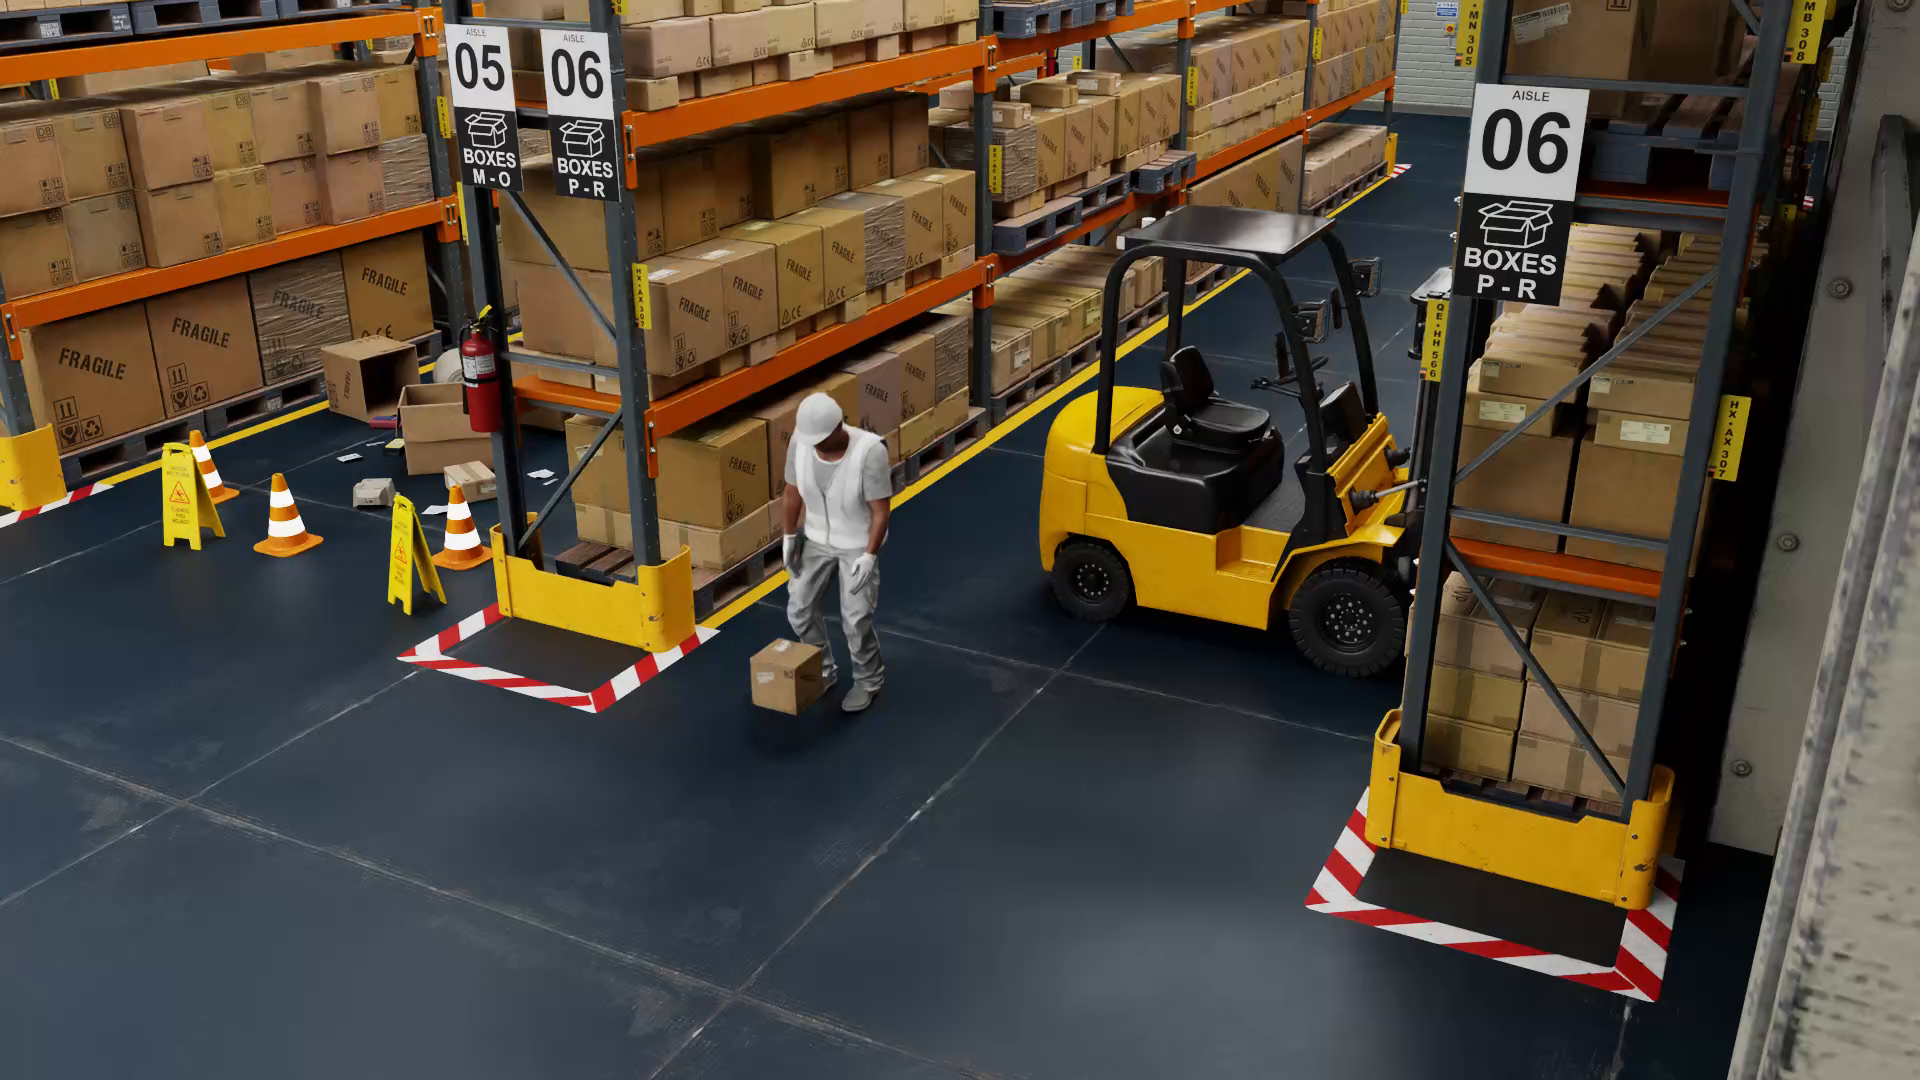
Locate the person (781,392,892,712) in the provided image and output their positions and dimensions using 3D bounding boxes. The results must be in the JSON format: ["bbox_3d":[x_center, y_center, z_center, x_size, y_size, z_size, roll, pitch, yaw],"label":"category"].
[{"bbox_3d":[-0.590,0.038,8.136,0.591,1.663,0.559,12,25,26],"label":"person"}]
